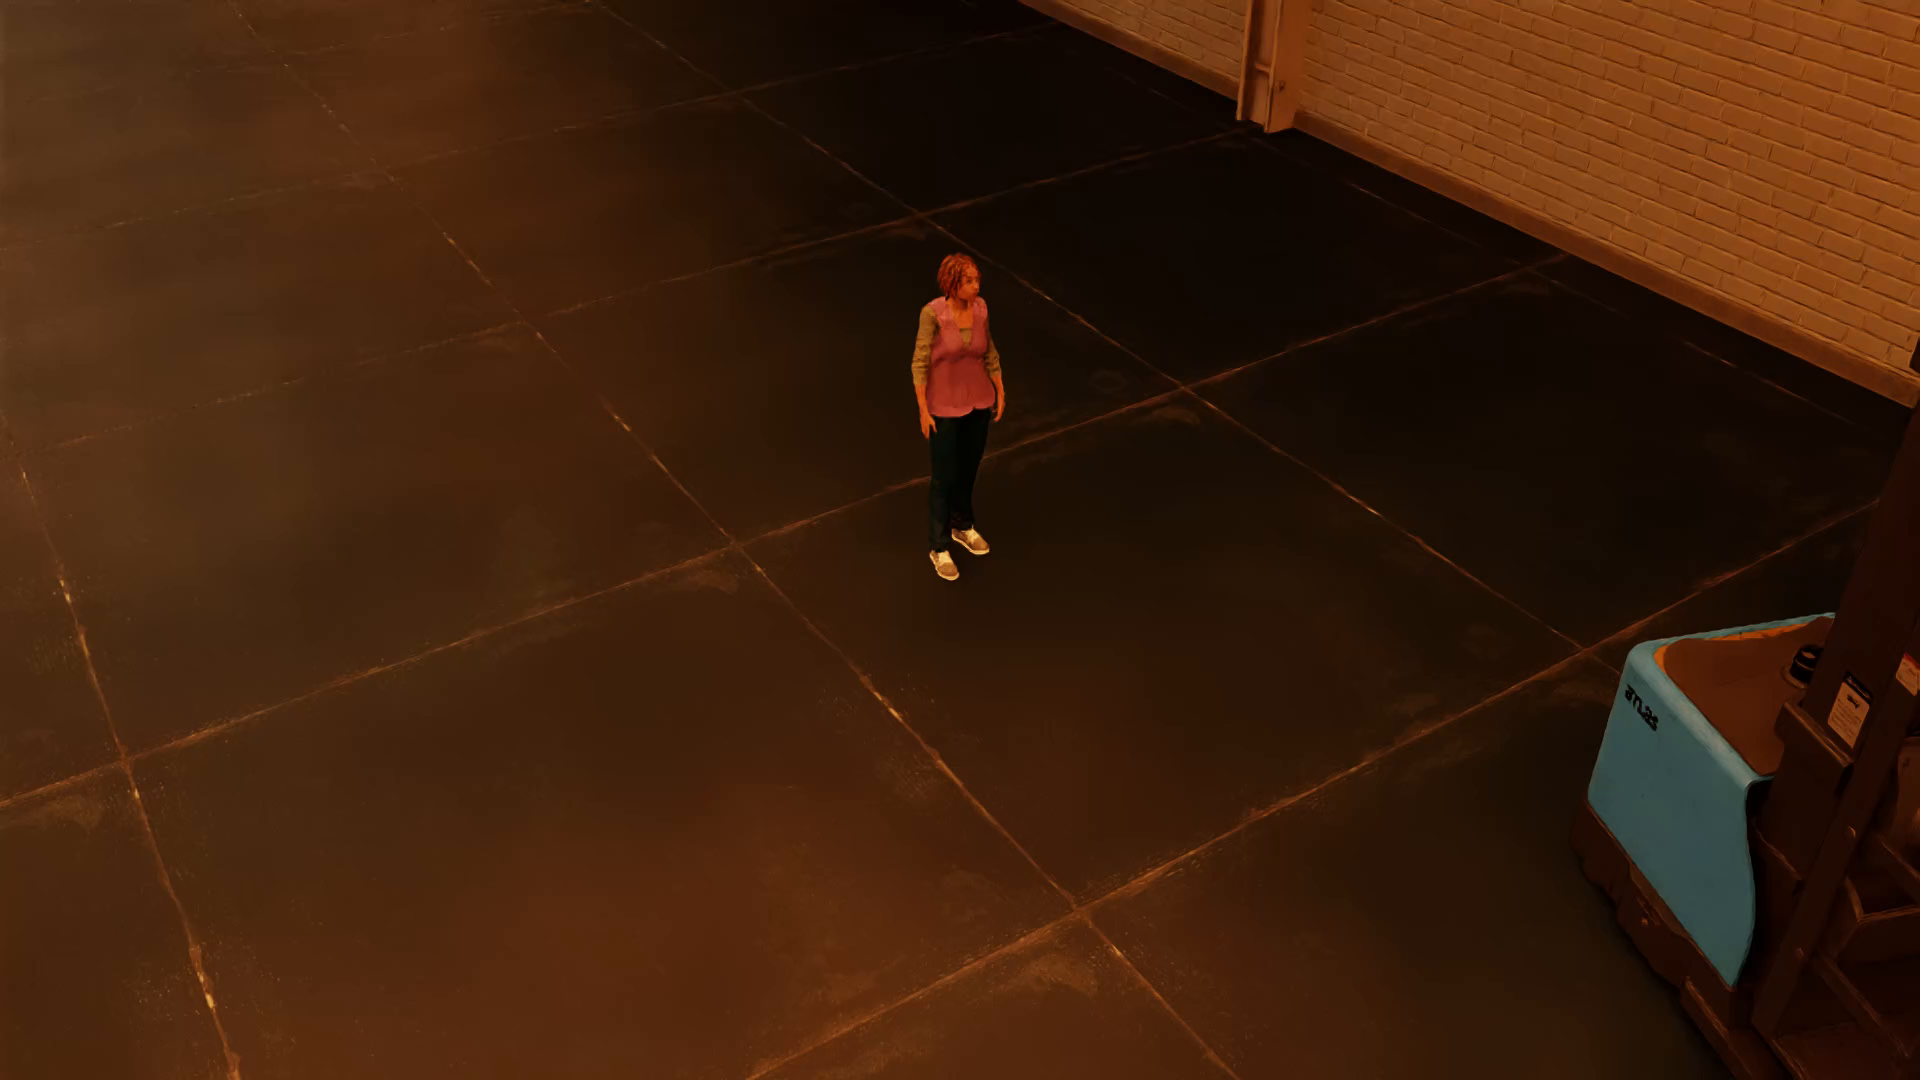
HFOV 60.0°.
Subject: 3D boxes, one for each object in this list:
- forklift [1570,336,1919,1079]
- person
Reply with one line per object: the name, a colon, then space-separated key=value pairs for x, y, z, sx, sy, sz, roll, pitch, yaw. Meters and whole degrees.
forklift: x=3.334 y=0.832 z=4.964 sx=1.130 sy=2.935 sz=3.031 roll=-8 pitch=36 yaw=-11
person: x=0.029 y=-0.618 z=8.178 sx=0.520 sy=1.594 sz=0.474 roll=-21 pitch=40 yaw=-27
